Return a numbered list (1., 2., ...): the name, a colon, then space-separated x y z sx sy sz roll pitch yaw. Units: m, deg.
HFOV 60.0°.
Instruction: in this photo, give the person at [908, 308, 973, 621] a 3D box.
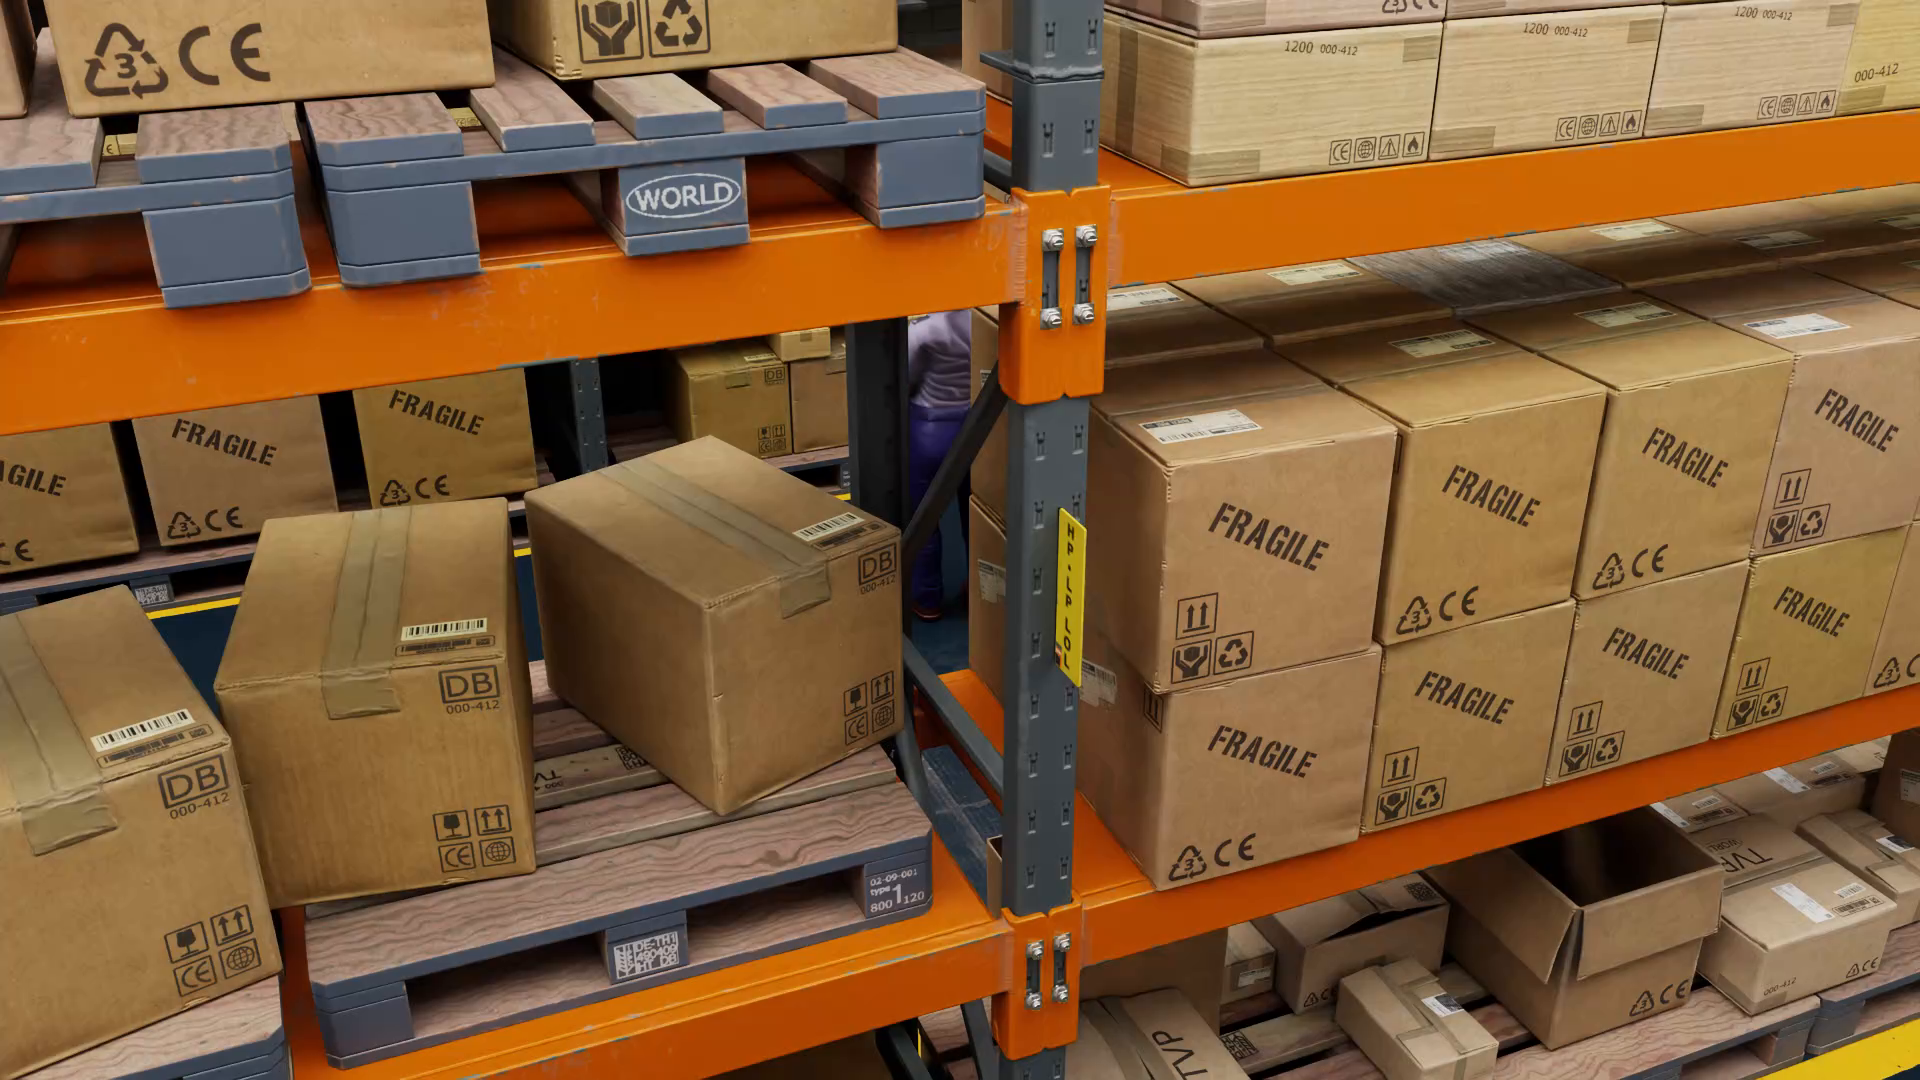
1. person: -0.073 -0.449 7.043 0.471 1.647 0.511 -11 28 -21
